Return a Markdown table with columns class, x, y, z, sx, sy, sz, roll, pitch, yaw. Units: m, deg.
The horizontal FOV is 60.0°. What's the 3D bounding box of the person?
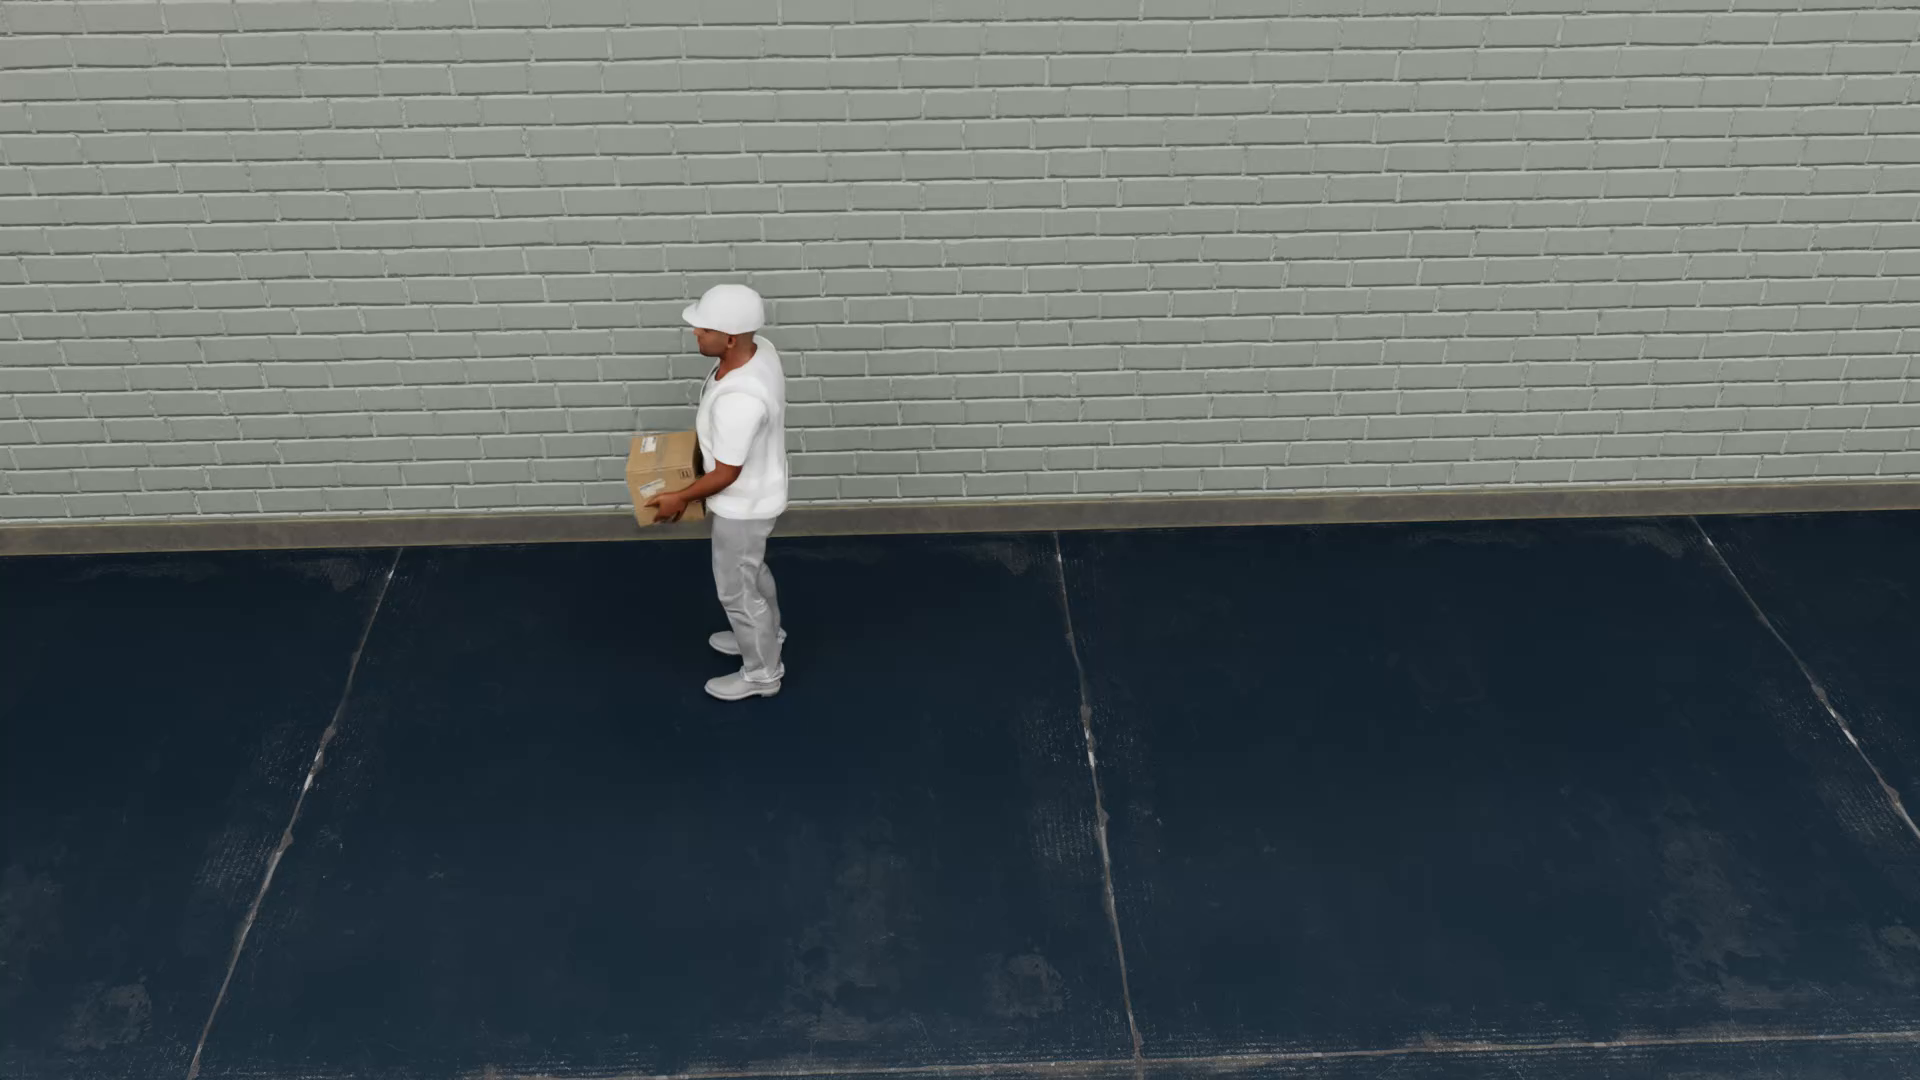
| class | x | y | z | sx | sy | sz | roll | pitch | yaw |
| --- | --- | --- | --- | --- | --- | --- | --- | --- | --- |
| person | -0.917 | -0.174 | 6.370 | 0.541 | 1.770 | 0.548 | -2 | 35 | -3 |
